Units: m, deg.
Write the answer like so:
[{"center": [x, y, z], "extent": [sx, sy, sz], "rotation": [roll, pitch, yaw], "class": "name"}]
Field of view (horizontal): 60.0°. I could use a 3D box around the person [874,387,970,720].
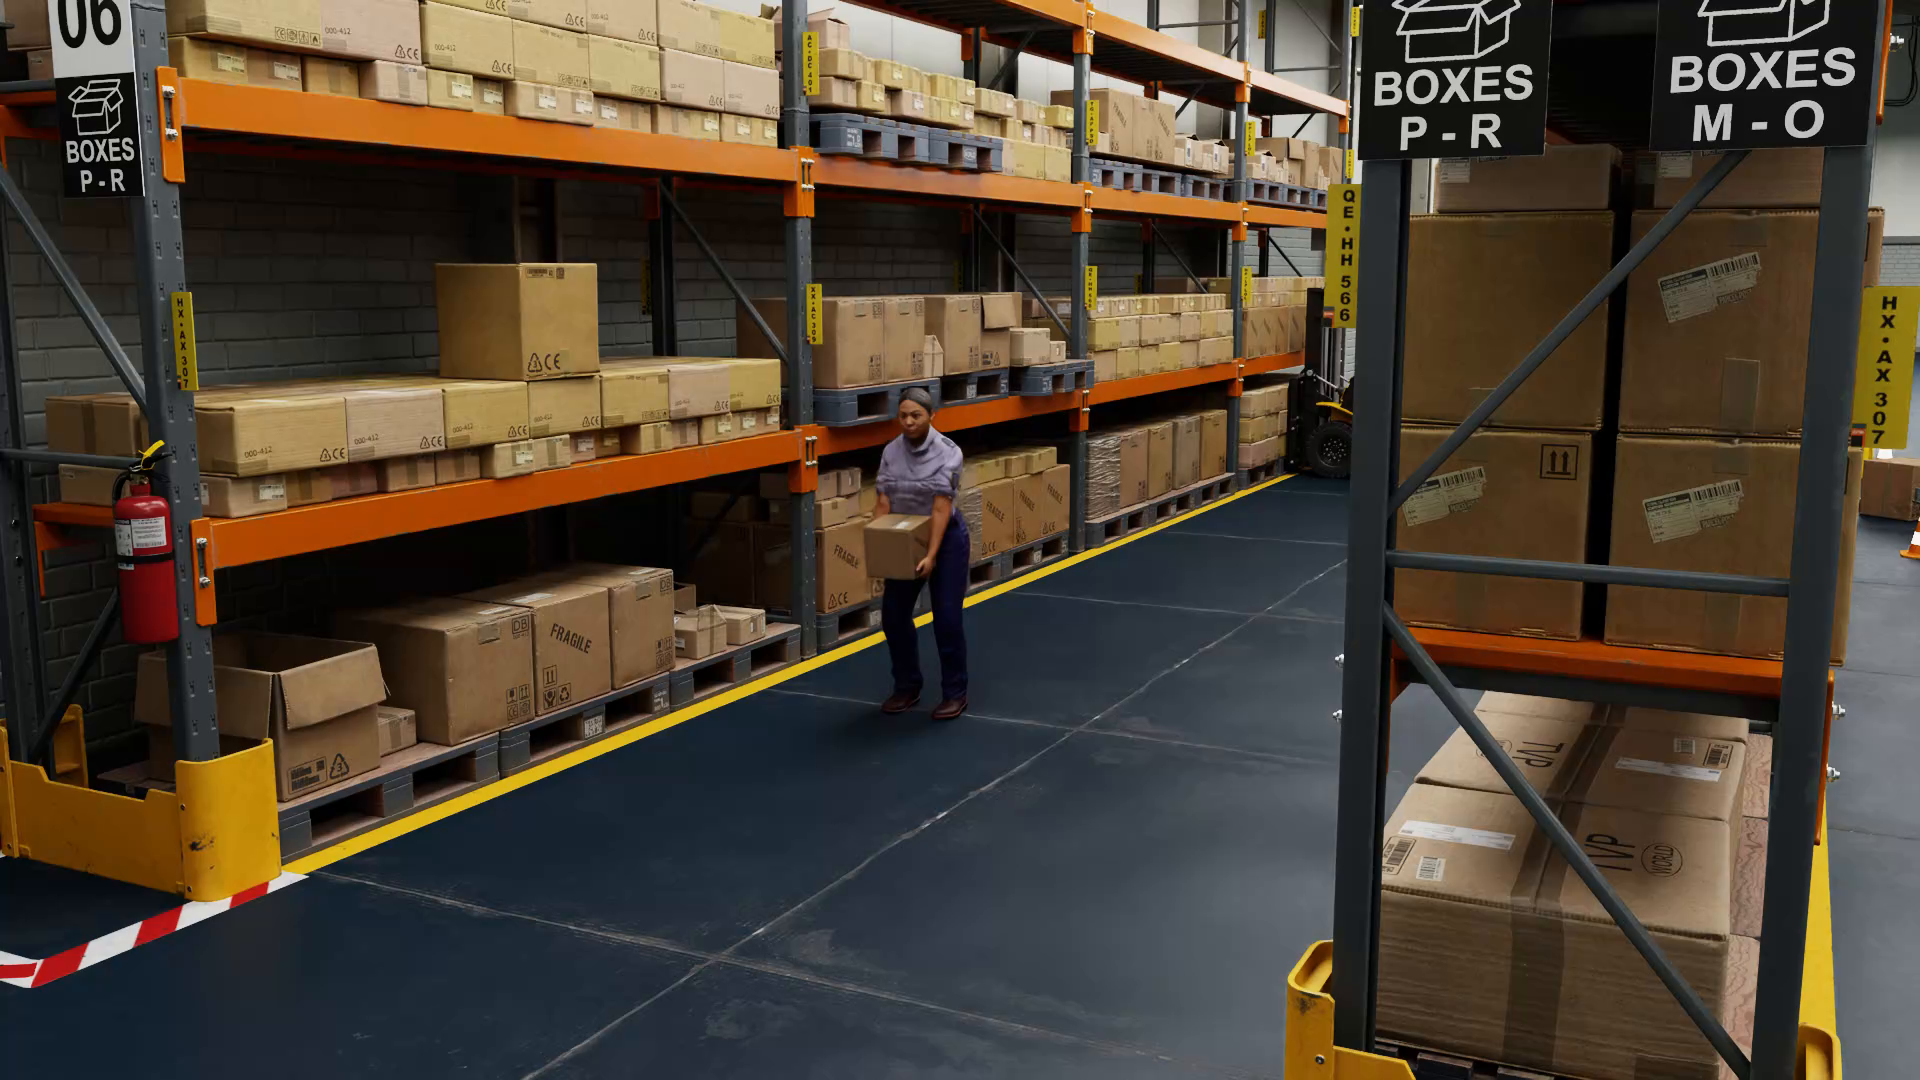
[{"center": [-0.196, 0.072, 8.122], "extent": [0.435, 1.611, 0.558], "rotation": [4, 10, 25], "class": "person"}]
